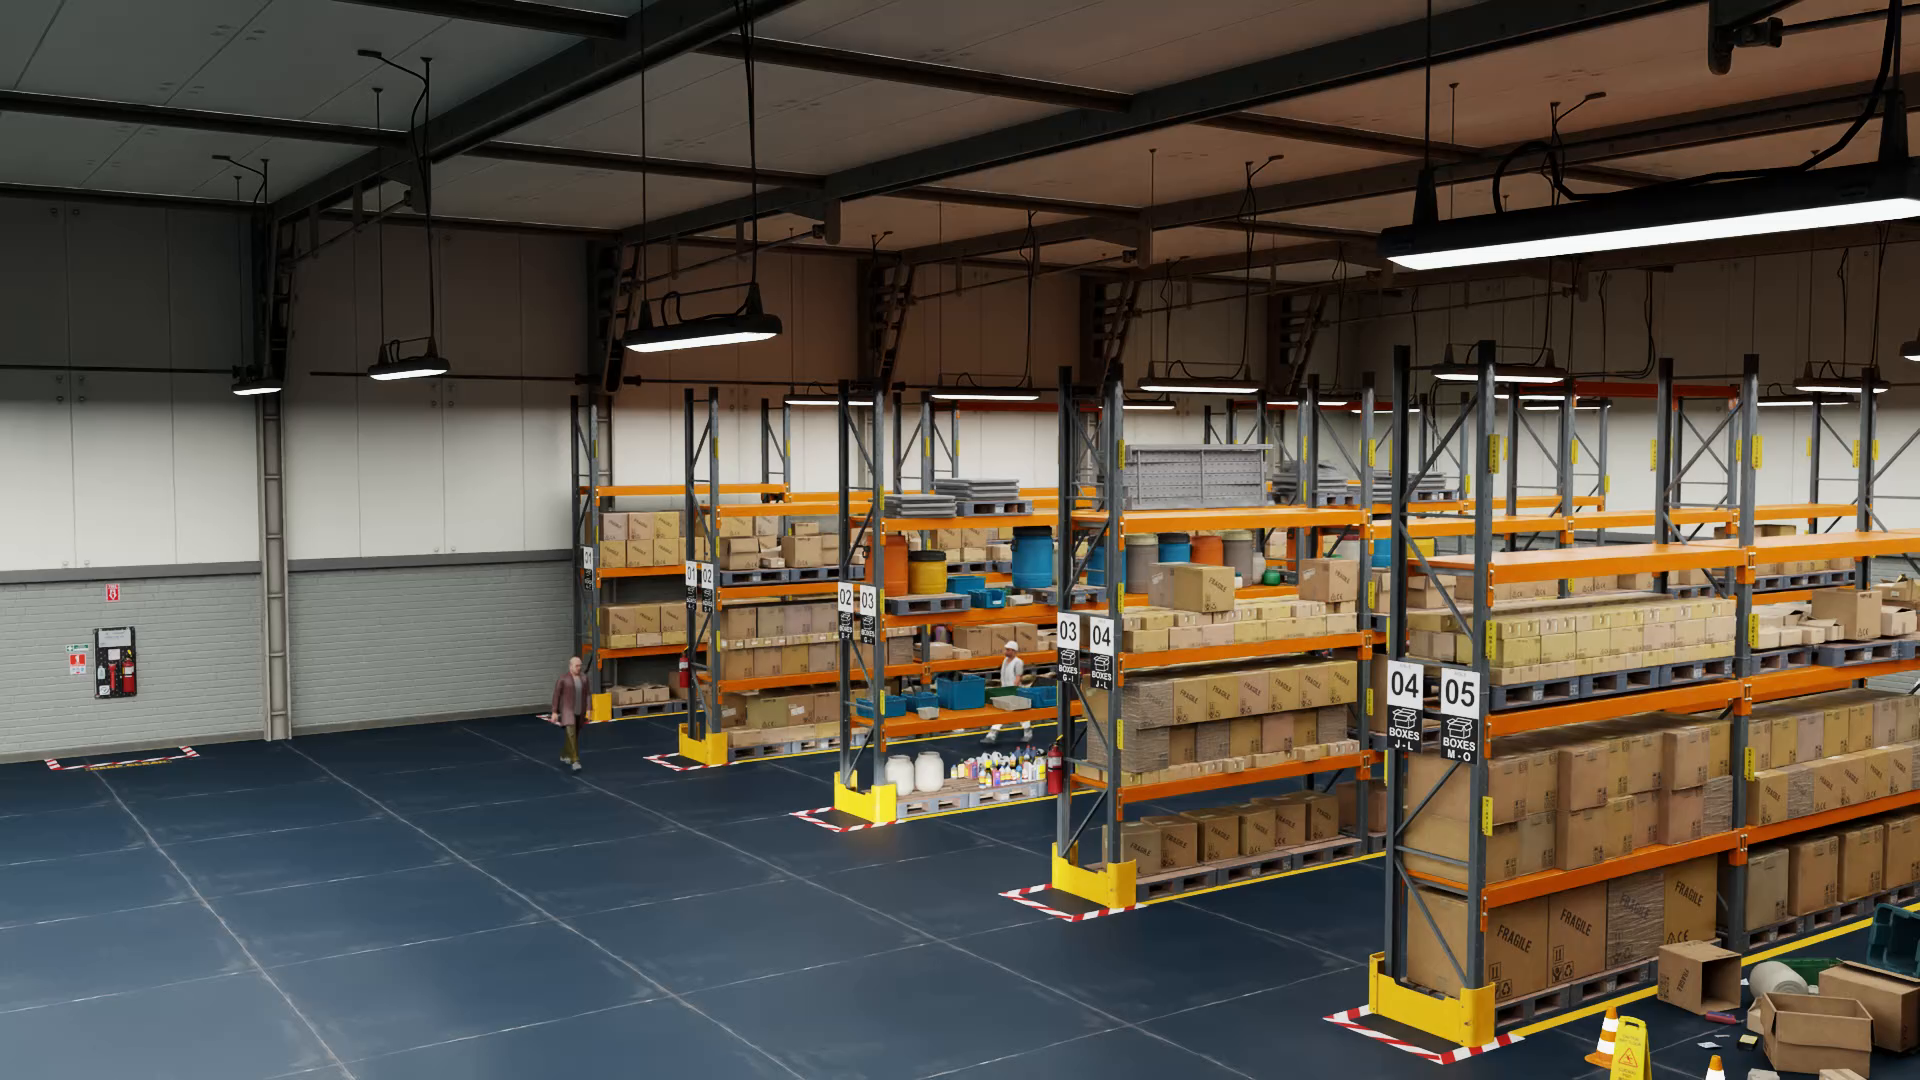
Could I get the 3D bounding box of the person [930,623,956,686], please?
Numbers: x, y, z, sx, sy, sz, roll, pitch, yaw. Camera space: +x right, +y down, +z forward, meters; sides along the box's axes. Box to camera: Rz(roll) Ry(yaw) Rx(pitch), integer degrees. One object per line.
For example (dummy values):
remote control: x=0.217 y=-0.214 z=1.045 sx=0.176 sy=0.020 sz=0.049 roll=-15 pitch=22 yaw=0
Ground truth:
person: x=-0.361 y=2.233 z=32.724 sx=0.598 sy=1.471 sz=0.454 roll=-1 pitch=4 yaw=-23

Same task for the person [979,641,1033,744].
person: x=0.803 y=2.579 z=28.097 sx=1.026 sy=1.735 sz=0.554 roll=-3 pitch=4 yaw=-39

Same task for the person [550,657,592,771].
person: x=-6.057 y=2.706 z=26.135 sx=1.042 sy=1.724 sz=0.628 roll=3 pitch=5 yaw=43
